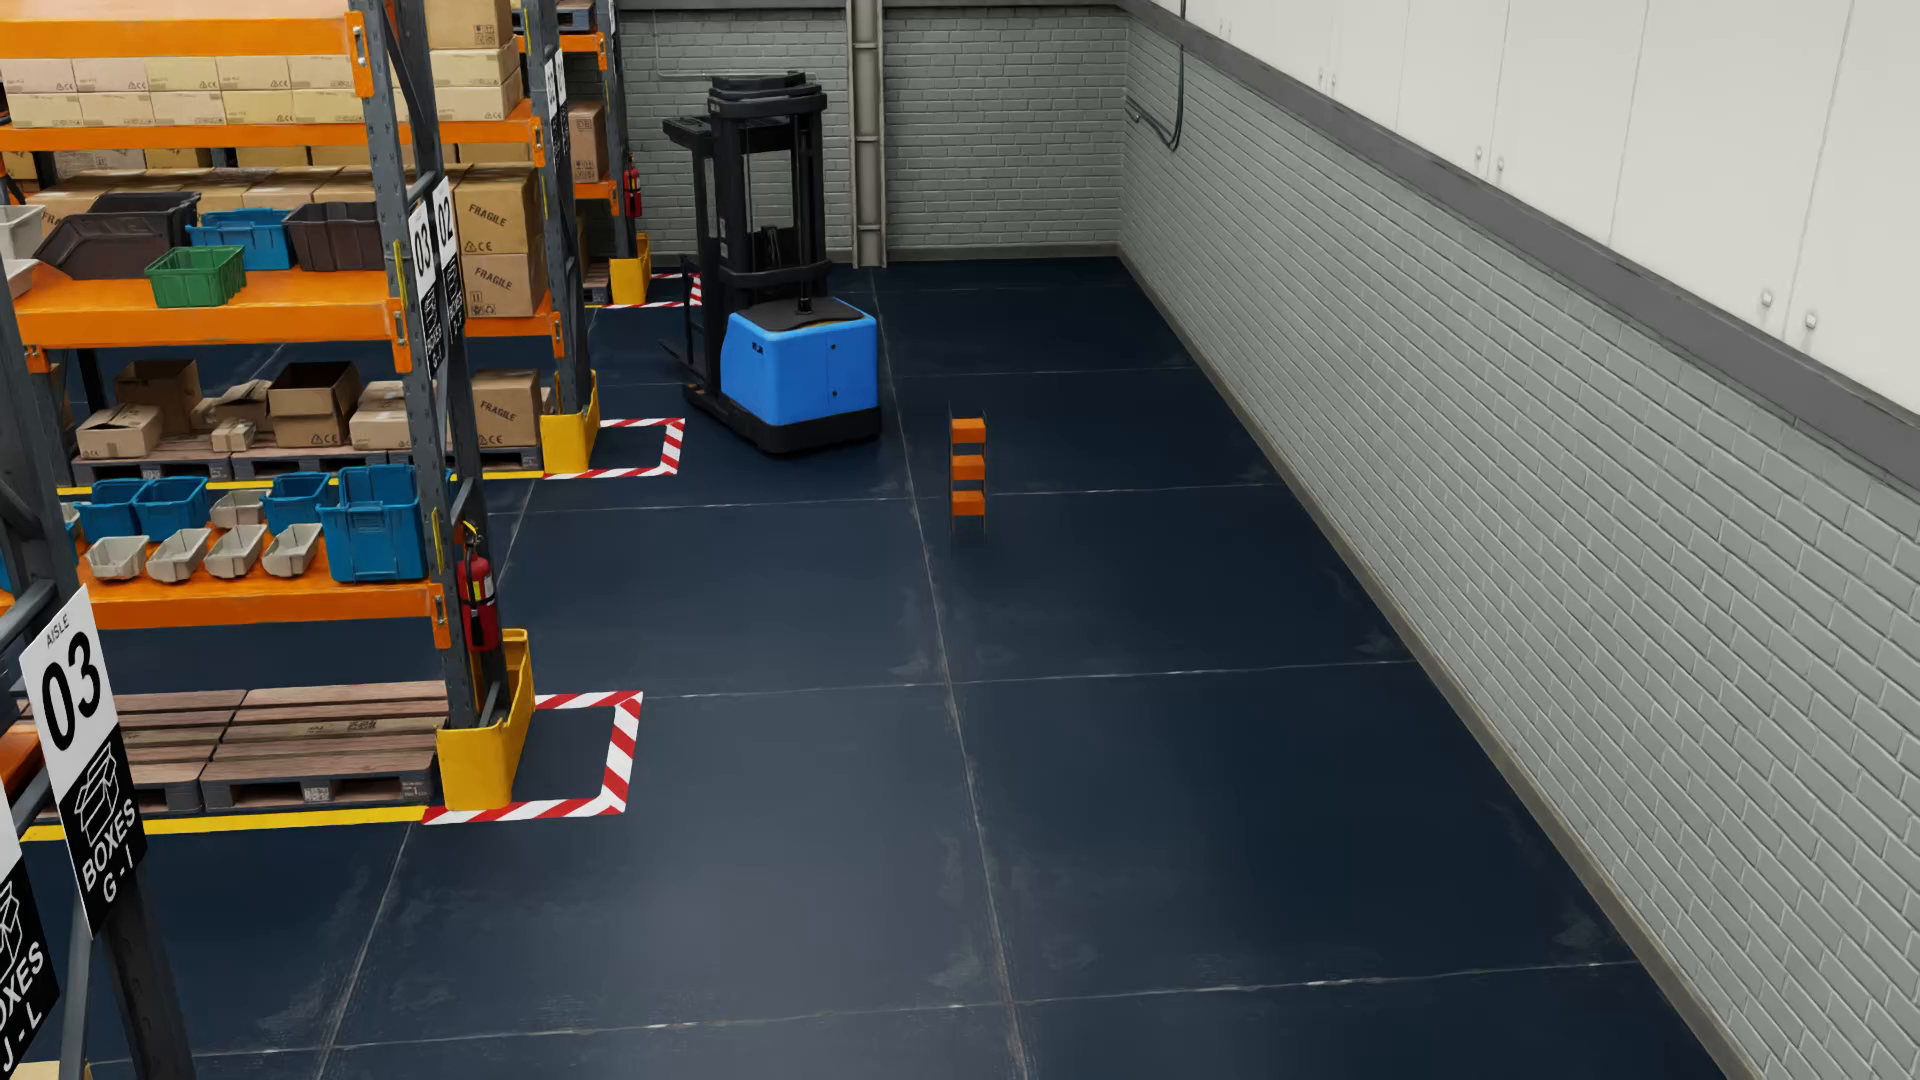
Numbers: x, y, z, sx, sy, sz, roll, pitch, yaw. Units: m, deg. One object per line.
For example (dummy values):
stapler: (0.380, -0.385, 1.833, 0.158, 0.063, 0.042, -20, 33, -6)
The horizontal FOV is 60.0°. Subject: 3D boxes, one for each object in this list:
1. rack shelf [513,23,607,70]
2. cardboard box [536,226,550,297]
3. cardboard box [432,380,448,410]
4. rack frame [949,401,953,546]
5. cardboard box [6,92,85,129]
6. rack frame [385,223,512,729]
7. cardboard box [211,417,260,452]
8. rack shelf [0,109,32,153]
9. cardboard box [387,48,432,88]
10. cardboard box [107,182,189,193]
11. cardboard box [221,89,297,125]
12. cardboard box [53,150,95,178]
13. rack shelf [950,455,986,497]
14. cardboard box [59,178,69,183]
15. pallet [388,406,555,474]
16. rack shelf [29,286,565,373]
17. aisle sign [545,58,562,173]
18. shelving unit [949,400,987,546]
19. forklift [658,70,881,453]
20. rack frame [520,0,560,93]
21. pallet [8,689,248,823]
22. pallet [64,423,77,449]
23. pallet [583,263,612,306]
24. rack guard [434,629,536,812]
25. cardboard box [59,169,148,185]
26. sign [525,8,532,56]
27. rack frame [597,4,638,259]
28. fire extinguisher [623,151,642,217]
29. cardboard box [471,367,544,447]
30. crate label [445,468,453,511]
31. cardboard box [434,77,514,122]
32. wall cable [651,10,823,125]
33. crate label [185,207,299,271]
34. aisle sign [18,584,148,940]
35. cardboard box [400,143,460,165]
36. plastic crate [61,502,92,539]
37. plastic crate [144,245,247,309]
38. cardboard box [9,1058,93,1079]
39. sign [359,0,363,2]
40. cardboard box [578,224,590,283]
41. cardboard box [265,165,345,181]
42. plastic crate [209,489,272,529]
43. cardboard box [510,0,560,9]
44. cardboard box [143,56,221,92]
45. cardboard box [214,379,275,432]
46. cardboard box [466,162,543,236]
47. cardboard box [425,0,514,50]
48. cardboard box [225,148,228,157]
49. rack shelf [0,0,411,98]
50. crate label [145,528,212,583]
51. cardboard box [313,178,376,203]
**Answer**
rack shelf: (-5.654, -5.109, 17.243, 4.000, 0.370, 1.077, -2, 24, -5)
cardboard box: (-3.640, -2.279, 13.561, 0.500, 0.500, 0.500, -2, 24, -4)
cardboard box: (-4.239, -1.162, 14.015, 0.500, 0.250, 0.500, -2, 24, -5)
rack frame: (-0.068, -0.477, 12.031, 0.008, 1.050, 0.200, -2, 24, -5)
cardboard box: (-6.645, -3.206, 12.262, 0.500, 0.250, 0.500, -2, 24, -5)
rack frame: (-2.690, -0.142, 8.877, 0.127, 3.000, 1.000, -2, 24, -5)
cardboard box: (-5.855, -0.859, 13.436, 0.250, 0.166, 0.380, -2, 24, -5)
rack shelf: (-9.144, -2.947, 12.379, 4.000, 0.370, 1.077, -2, 24, -5)
cardboard box: (-4.157, -3.531, 12.378, 0.500, 0.250, 0.500, -2, 24, -5)
cardboard box: (-6.143, -2.413, 12.632, 0.500, 0.500, 0.500, -3, 24, -7)
cardboard box: (-5.152, -3.265, 12.395, 0.500, 0.250, 0.500, -2, 24, -5)
cardboard box: (-9.086, -4.016, 17.079, 0.500, 0.500, 0.500, -2, 24, -5)
rack shelf: (0.053, -0.472, 12.046, 0.240, 0.259, 0.215, -2, 24, -5)
cardboard box: (-9.221, -3.720, 17.212, 0.250, 0.149, 0.380, -3, 24, -7)
pallet: (-4.042, -0.835, 13.869, 1.213, 0.211, 1.003, -2, 24, -5)
rack shelf: (-5.163, -1.736, 13.348, 4.000, 0.370, 1.077, -2, 24, -5)
aisle sign: (-3.075, -3.211, 12.581, 0.004, 0.787, 0.394, -2, 24, -5)
shelving unit: (0.053, -0.482, 12.042, 0.252, 1.050, 0.215, -2, 24, -5)
forklift: (-1.856, -2.607, 14.506, 1.130, 2.935, 3.031, -14, 27, -28)
rack frame: (-3.173, -4.886, 12.163, 0.127, 3.000, 1.000, -2, 24, -5)
pallet: (-4.725, 1.197, 9.298, 1.213, 0.211, 1.003, -2, 24, -5)
pallet: (-7.959, -0.663, 13.481, 1.213, 0.211, 1.003, -2, 24, -5)
pallet: (-4.451, -2.809, 18.309, 1.213, 0.211, 1.003, -2, 24, -5)
rack guard: (-2.667, 0.994, 9.398, 0.348, 0.500, 1.175, -2, 24, -5)
cardboard box: (-6.676, -2.612, 13.080, 0.500, 0.500, 0.500, -2, 24, -5)
sign: (-3.138, -3.695, 12.086, 0.005, 0.325, 0.100, -2, 24, -5)
rack frame: (-3.663, -4.146, 17.886, 0.127, 3.000, 1.000, -2, 24, -5)
fire extinguisher: (-3.468, -3.760, 17.571, 0.183, 0.674, 0.296, -2, 24, -5)
cardboard box: (-3.690, -1.082, 13.527, 0.500, 0.500, 0.500, -2, 24, -5)
crate label: (-2.968, -0.216, 9.176, 0.303, 0.233, 0.416, -2, 24, -5)
cardboard box: (-3.658, -3.319, 12.517, 0.500, 0.250, 0.500, -2, 24, -5)
wall cable: (-2.482, -5.044, 18.655, 1.851, 1.984, 0.084, -2, 24, -5)
crate label: (-3.640, -1.539, 8.509, 0.502, 0.251, 0.408, -2, 24, -5)
aisle sign: (-2.161, 0.548, 4.124, 0.004, 0.787, 0.394, -2, 24, -5)
cardboard box: (-5.652, -4.199, 17.634, 0.700, 0.700, 0.980, -3, 24, -8)
plastic crate: (-4.967, -0.080, 8.988, 0.466, 0.136, 0.293, -2, 24, -5)
plastic crate: (-3.643, -1.261, 7.962, 0.336, 0.188, 0.450, -2, 24, -5)
cardboard box: (-2.707, 1.703, 4.545, 0.500, 0.250, 0.500, -3, 24, -7)
sign: (-2.619, -2.514, 7.225, 0.005, 0.325, 0.100, -2, 24, -5)
cardboard box: (-4.350, -3.128, 18.154, 0.500, 0.500, 0.700, -2, 24, -5)
cardboard box: (-5.164, -2.673, 13.217, 0.500, 0.500, 0.500, -3, 24, -6)
plastic crate: (-3.970, -0.166, 9.181, 0.298, 0.136, 0.250, -2, 24, -5)
cardboard box: (-4.366, -5.550, 16.894, 0.500, 0.250, 0.500, -2, 24, -4)
cardboard box: (-5.649, -3.470, 12.240, 0.500, 0.250, 0.500, -2, 24, -5)
cardboard box: (-5.868, -1.124, 13.855, 0.500, 0.311, 0.500, -2, 24, -5)
cardboard box: (-3.640, -2.736, 13.358, 0.500, 0.500, 0.500, -2, 24, -4)
cardboard box: (-3.682, -3.991, 12.488, 0.500, 0.500, 0.700, -2, 24, -5)
cardboard box: (-8.127, -4.261, 17.630, 0.500, 0.500, 0.500, -3, 24, -7)
rack shelf: (-4.680, -2.292, 7.706, 4.000, 0.370, 1.077, -2, 24, -5)
crate label: (-4.048, 0.083, 8.620, 0.243, 0.136, 0.396, -2, 24, -5)
cardboard box: (-4.607, -2.475, 12.771, 0.500, 0.500, 0.500, -2, 24, -4)
